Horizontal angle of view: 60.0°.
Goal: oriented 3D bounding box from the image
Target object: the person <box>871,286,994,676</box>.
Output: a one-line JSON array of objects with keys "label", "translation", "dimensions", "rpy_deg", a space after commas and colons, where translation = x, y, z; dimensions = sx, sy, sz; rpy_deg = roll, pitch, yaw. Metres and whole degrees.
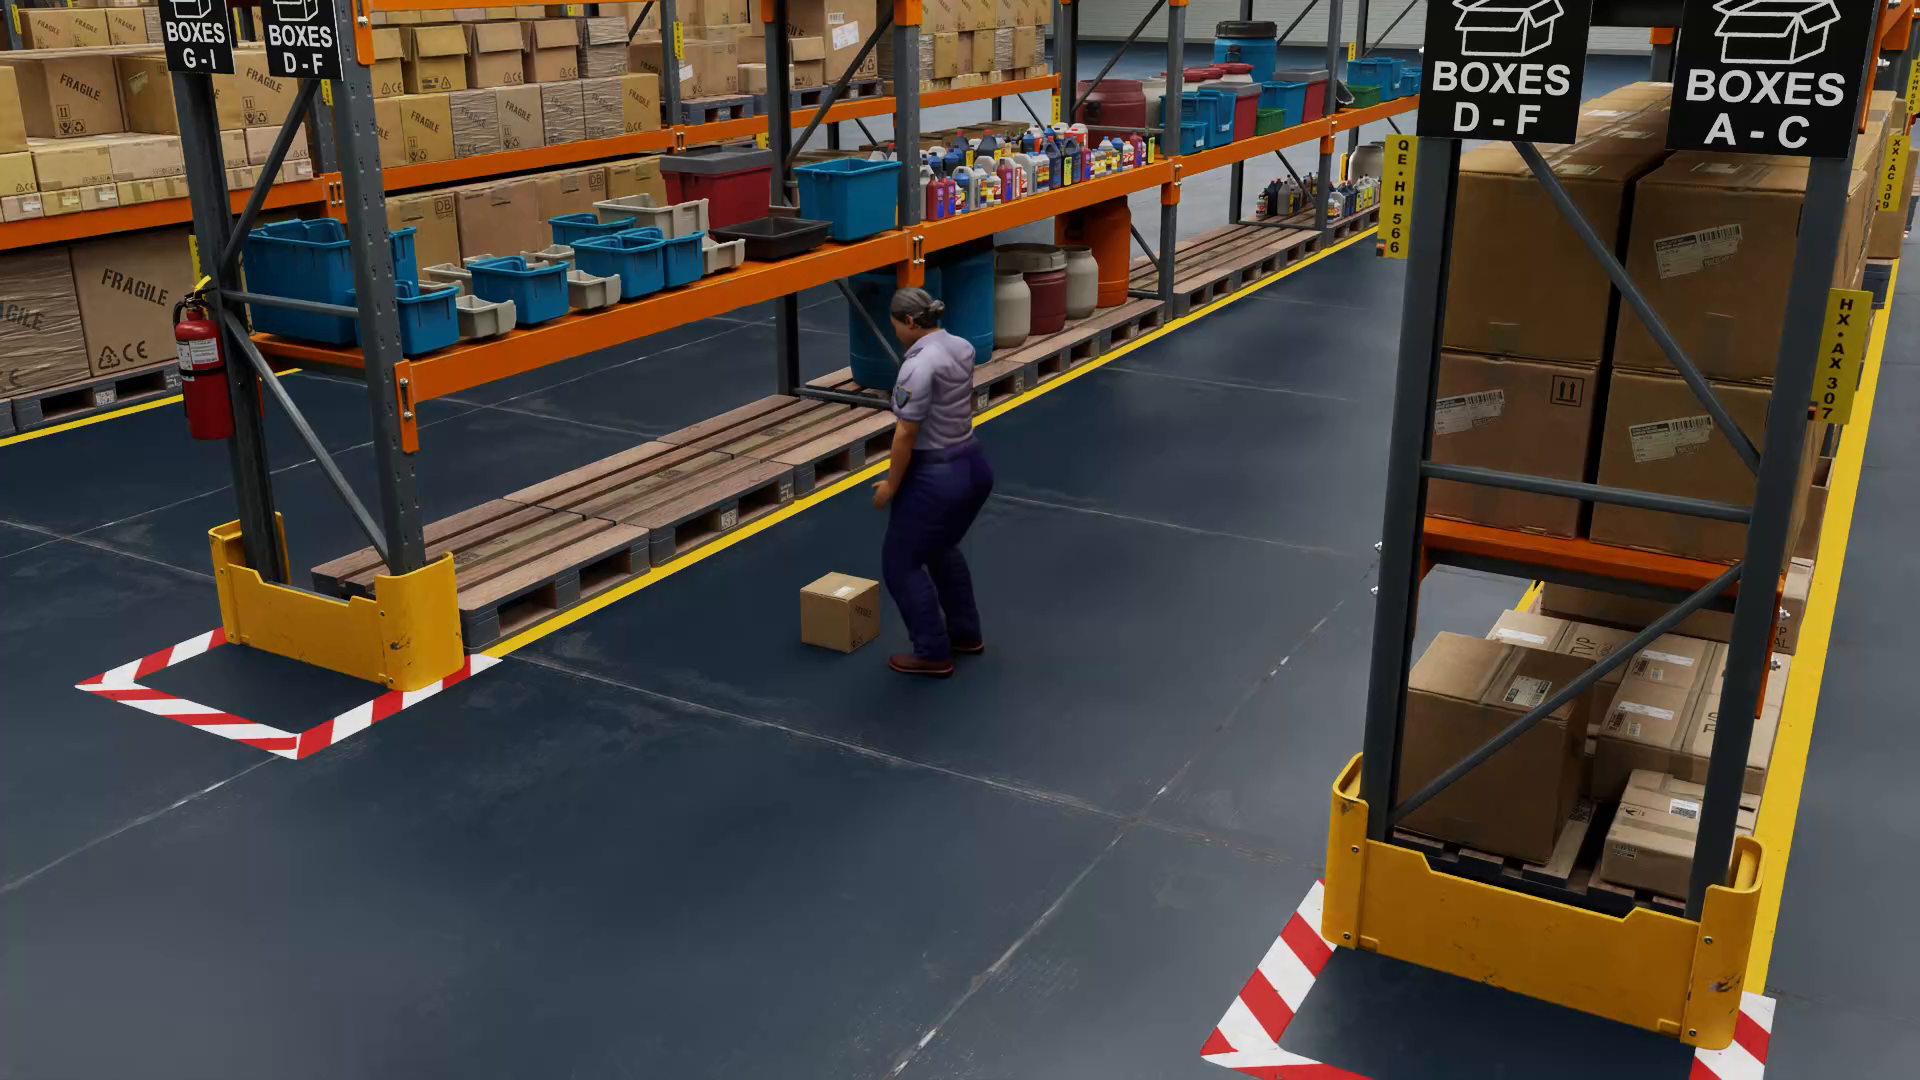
[{"label": "person", "translation": [-0.107, -0.231, 6.823], "dimensions": [0.396, 1.607, 0.496], "rpy_deg": [11, 22, 29]}]
